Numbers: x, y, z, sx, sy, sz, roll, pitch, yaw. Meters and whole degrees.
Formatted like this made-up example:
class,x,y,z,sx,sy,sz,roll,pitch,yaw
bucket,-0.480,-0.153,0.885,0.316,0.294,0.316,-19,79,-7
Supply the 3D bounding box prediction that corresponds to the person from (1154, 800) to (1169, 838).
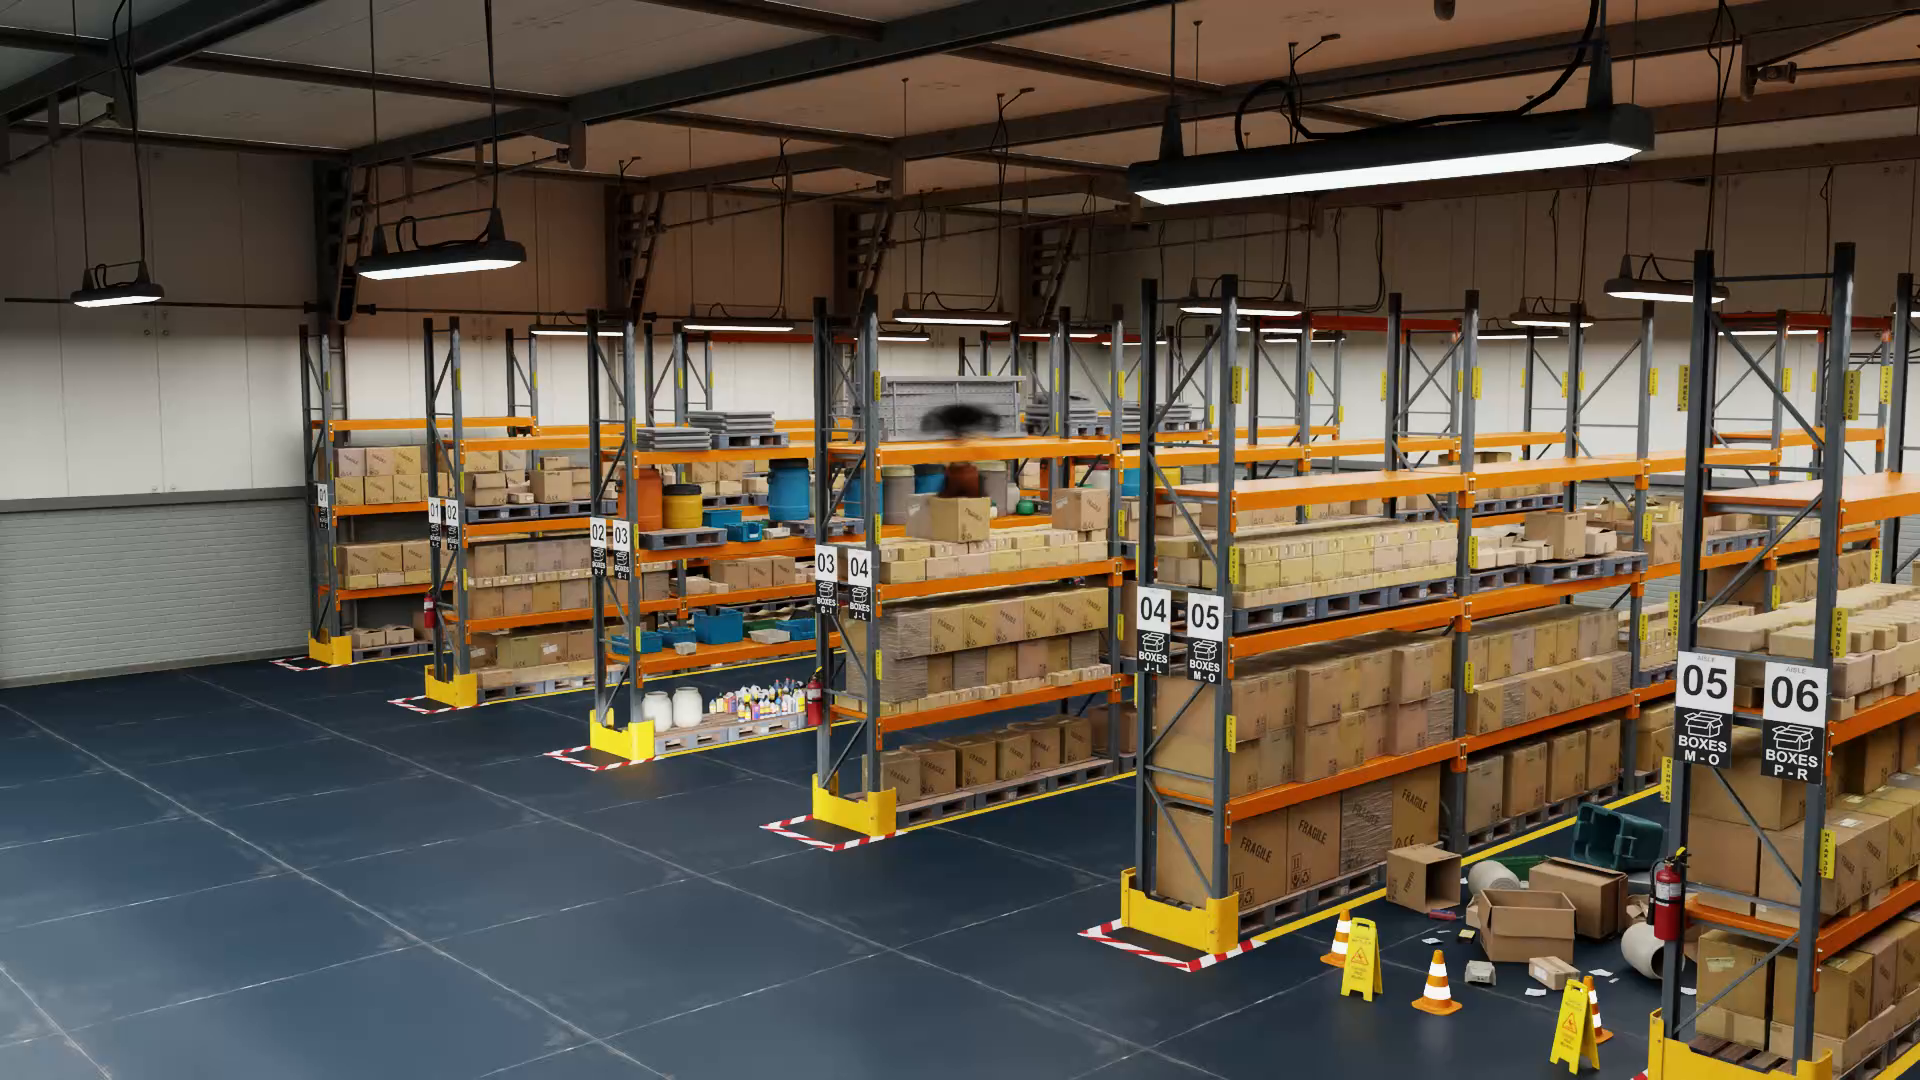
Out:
class,x,y,z,sx,sy,sz,roll,pitch,yaw
person,2.509,2.491,18.521,0.586,1.711,0.692,5,8,40
